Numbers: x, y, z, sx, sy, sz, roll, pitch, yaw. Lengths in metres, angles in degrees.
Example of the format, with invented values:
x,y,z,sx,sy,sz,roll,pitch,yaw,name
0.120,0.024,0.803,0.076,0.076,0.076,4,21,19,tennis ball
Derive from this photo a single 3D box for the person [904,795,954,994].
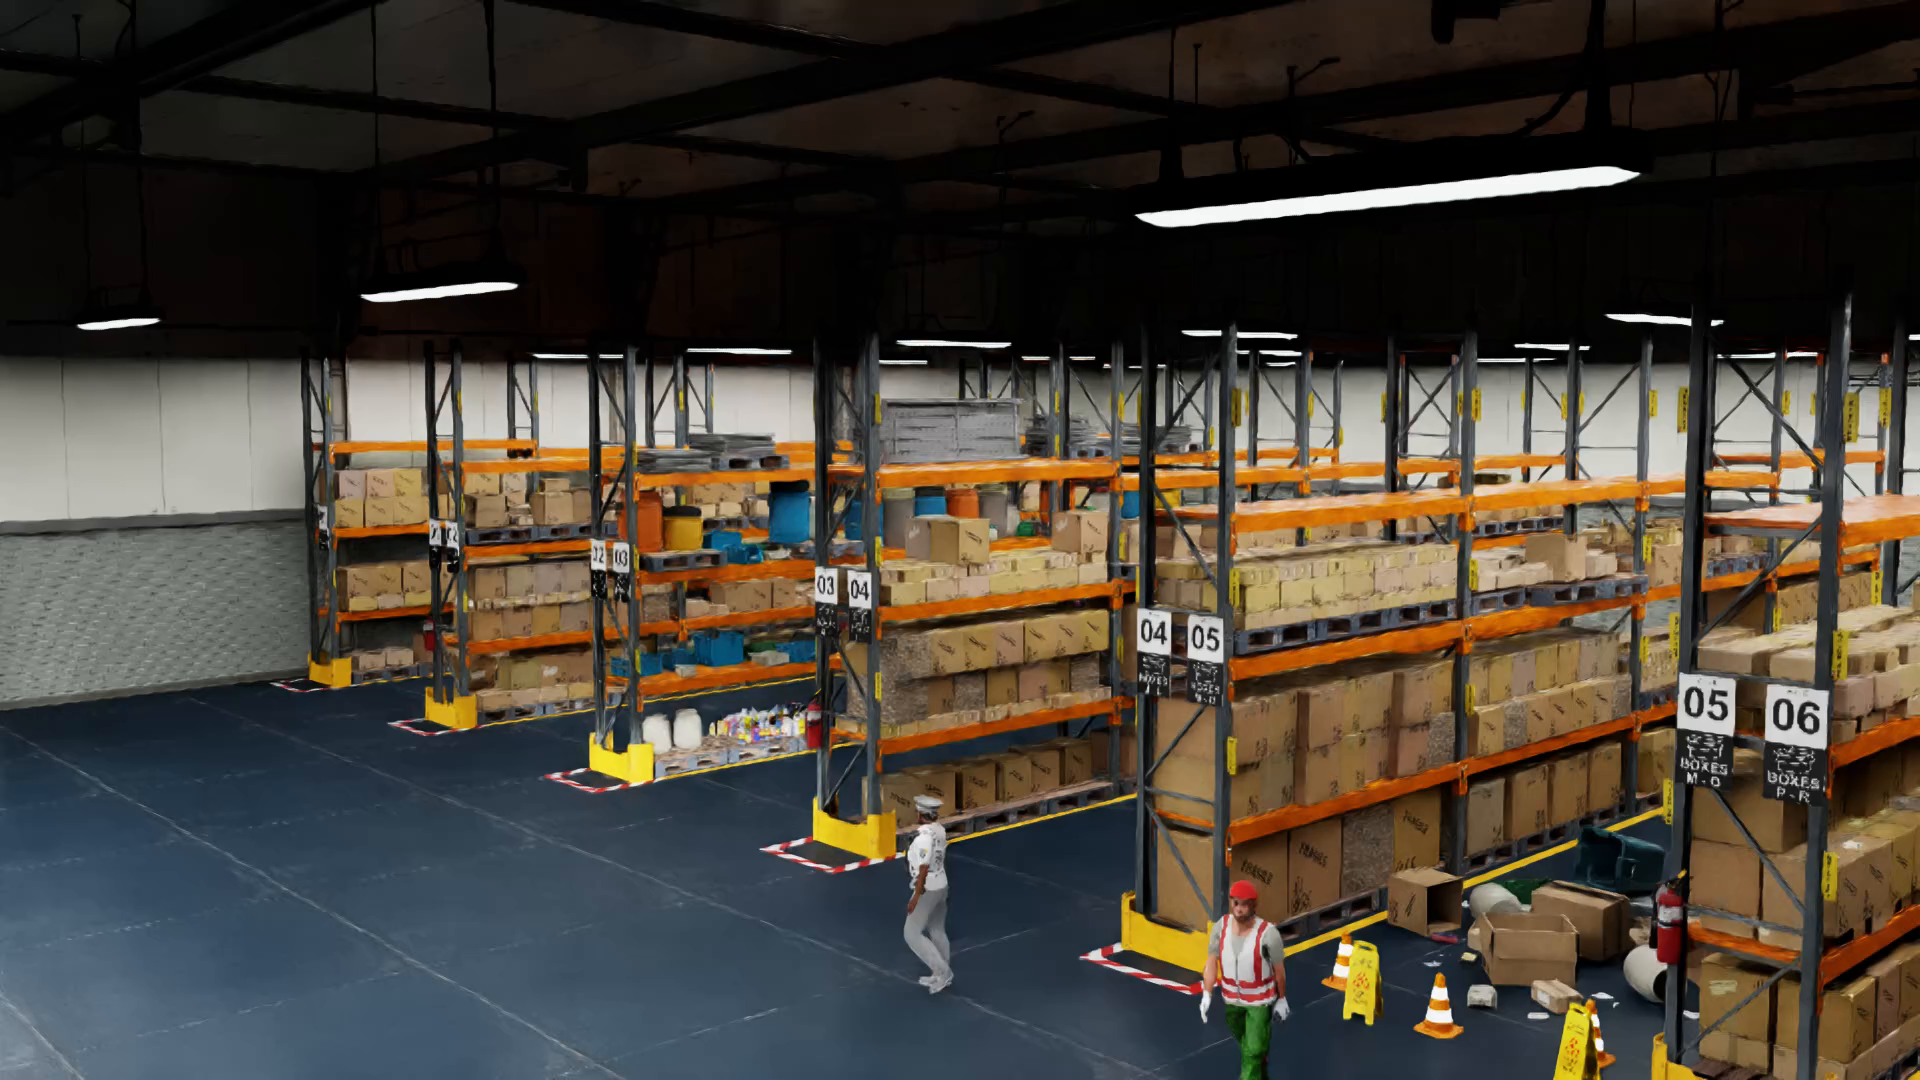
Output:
x,y,z,sx,sy,sz,roll,pitch,yaw,name
-0.242,3.067,14.383,0.461,1.655,0.629,2,5,17,person

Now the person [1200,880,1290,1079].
x,y,z,sx,sy,sz,roll,pitch,yaw,name
1.998,3.256,11.781,0.526,1.728,1.031,4,6,38,person
